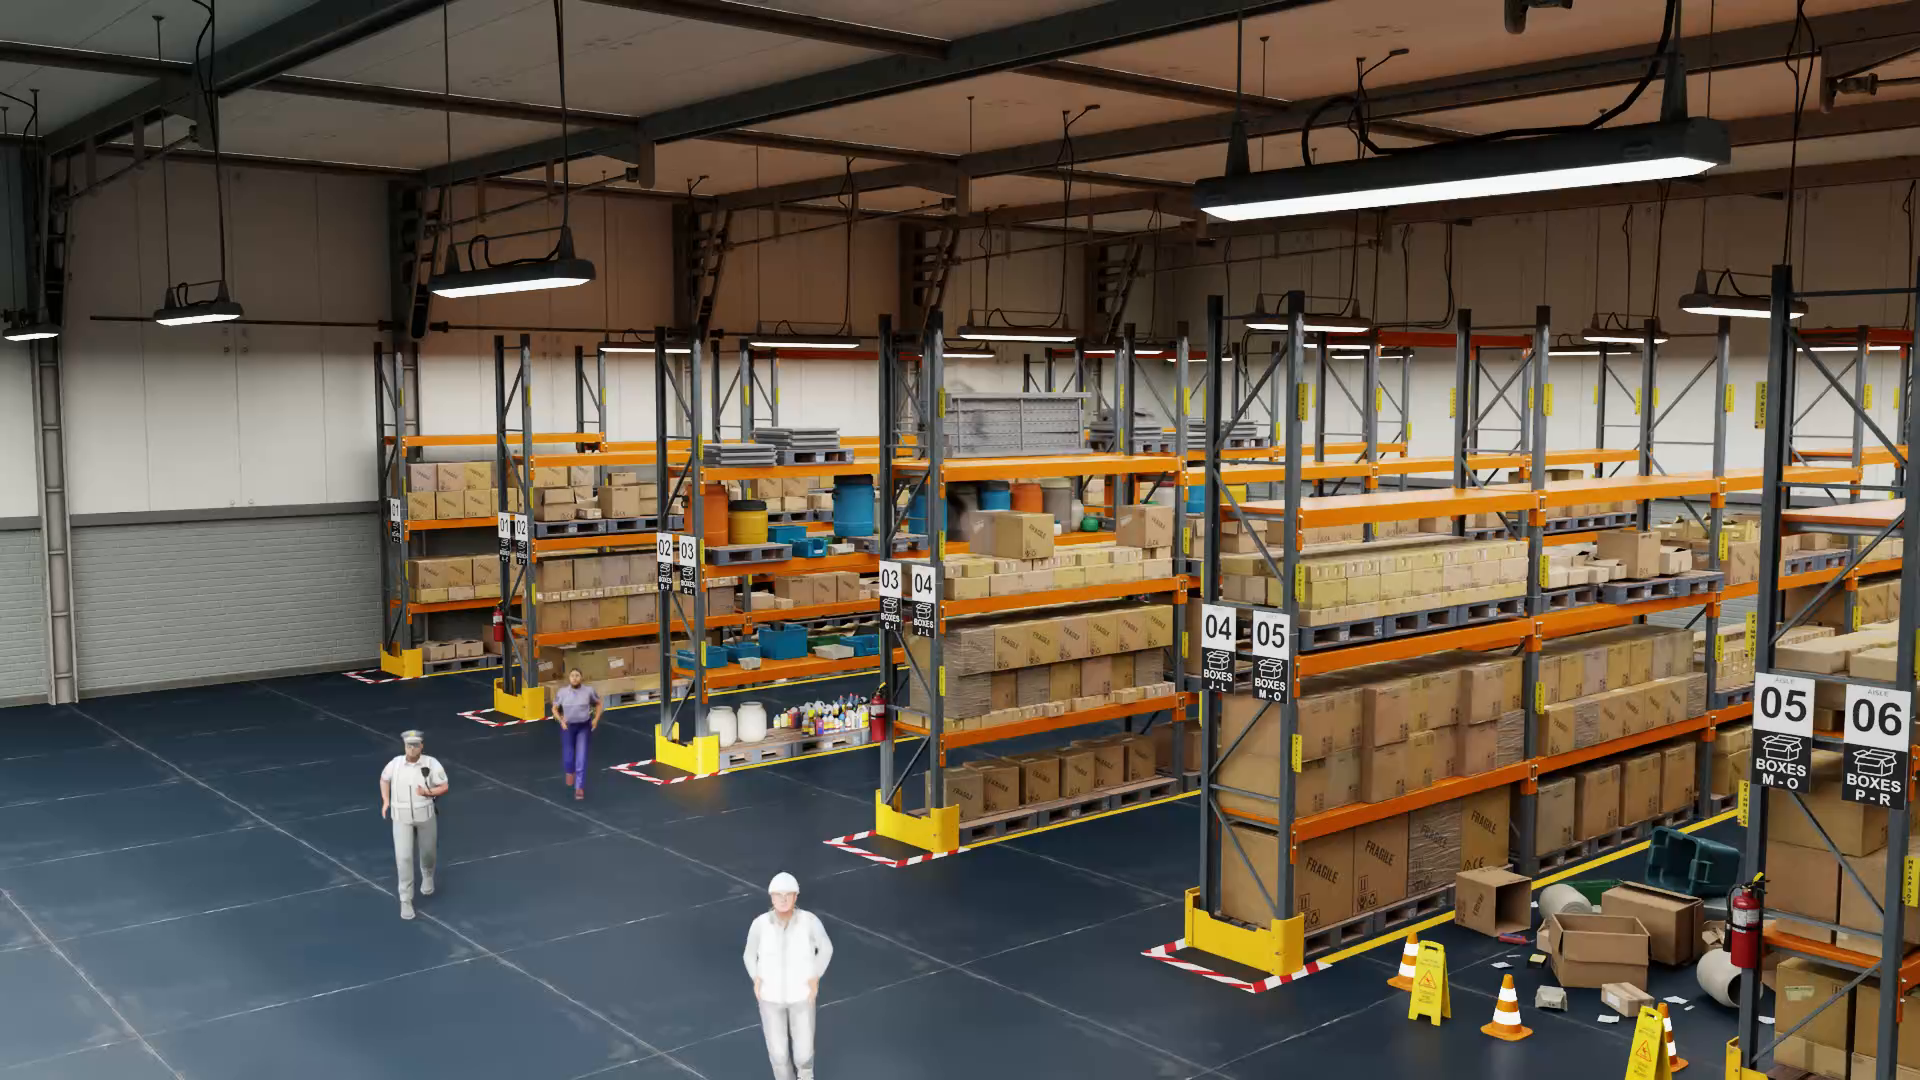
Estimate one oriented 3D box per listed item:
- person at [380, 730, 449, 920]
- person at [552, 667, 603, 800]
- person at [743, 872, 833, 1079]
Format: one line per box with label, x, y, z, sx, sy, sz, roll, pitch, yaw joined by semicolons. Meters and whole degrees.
person;-5.414;2.758;16.517;0.658;1.777;0.976;-2;5;-16
person;-4.880;2.433;21.239;0.632;1.644;0.719;-1;5;-9
person;-1.230;3.225;11.832;0.638;1.726;0.576;0;5;-1
